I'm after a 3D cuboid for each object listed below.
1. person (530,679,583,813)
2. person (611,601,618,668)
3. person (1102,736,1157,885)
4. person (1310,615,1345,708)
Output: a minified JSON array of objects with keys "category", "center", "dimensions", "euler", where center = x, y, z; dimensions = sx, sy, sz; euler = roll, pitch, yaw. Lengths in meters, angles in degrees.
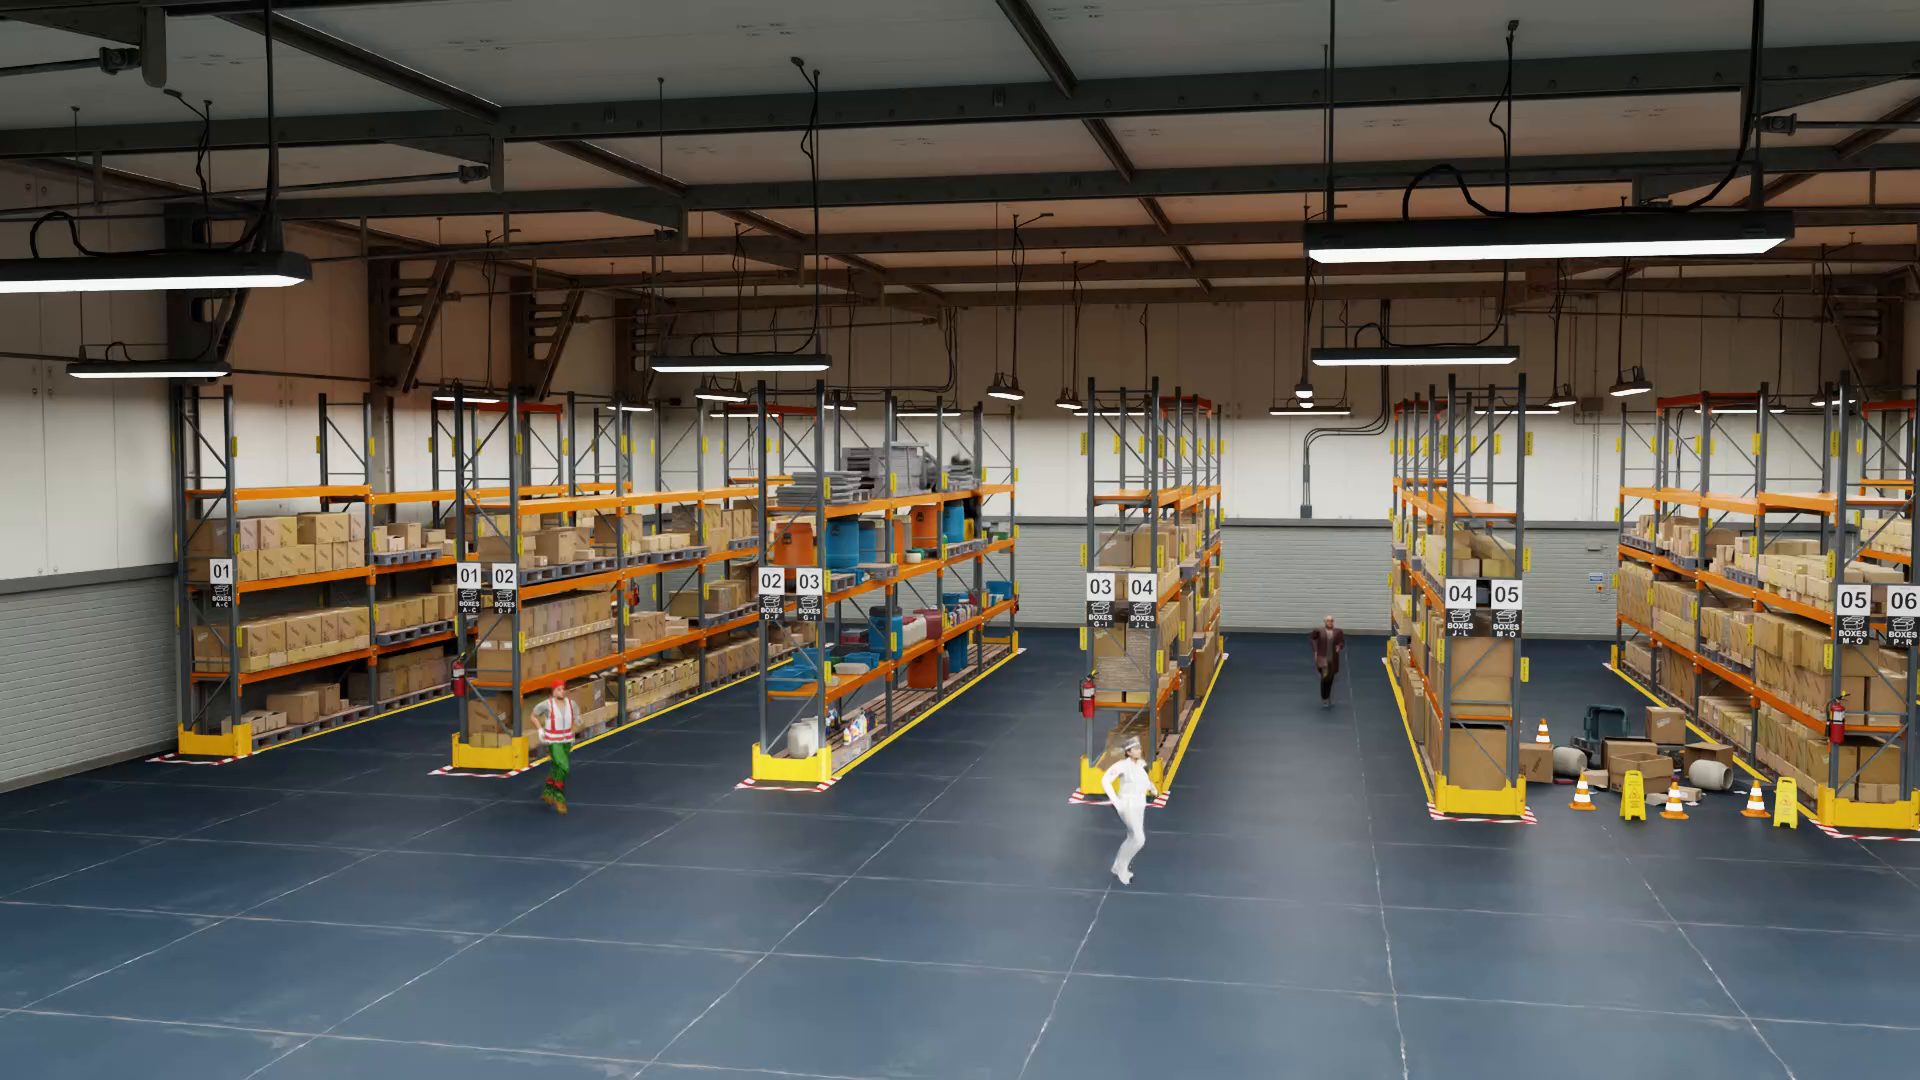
[{"category":"person","center":[-5.521,2.837,22.974],"dimensions":[0.768,1.851,0.616],"euler":[3,4,42]},{"category":"person","center":[-7.122,2.165,34.391],"dimensions":[0.672,1.814,0.903],"euler":[1,3,12]},{"category":"person","center":[1.988,3.089,19.086],"dimensions":[0.651,1.705,0.584],"euler":[-3,4,-43]},{"category":"person","center":[7.100,2.339,32.079],"dimensions":[0.613,1.815,0.909],"euler":[0,3,-2]}]
